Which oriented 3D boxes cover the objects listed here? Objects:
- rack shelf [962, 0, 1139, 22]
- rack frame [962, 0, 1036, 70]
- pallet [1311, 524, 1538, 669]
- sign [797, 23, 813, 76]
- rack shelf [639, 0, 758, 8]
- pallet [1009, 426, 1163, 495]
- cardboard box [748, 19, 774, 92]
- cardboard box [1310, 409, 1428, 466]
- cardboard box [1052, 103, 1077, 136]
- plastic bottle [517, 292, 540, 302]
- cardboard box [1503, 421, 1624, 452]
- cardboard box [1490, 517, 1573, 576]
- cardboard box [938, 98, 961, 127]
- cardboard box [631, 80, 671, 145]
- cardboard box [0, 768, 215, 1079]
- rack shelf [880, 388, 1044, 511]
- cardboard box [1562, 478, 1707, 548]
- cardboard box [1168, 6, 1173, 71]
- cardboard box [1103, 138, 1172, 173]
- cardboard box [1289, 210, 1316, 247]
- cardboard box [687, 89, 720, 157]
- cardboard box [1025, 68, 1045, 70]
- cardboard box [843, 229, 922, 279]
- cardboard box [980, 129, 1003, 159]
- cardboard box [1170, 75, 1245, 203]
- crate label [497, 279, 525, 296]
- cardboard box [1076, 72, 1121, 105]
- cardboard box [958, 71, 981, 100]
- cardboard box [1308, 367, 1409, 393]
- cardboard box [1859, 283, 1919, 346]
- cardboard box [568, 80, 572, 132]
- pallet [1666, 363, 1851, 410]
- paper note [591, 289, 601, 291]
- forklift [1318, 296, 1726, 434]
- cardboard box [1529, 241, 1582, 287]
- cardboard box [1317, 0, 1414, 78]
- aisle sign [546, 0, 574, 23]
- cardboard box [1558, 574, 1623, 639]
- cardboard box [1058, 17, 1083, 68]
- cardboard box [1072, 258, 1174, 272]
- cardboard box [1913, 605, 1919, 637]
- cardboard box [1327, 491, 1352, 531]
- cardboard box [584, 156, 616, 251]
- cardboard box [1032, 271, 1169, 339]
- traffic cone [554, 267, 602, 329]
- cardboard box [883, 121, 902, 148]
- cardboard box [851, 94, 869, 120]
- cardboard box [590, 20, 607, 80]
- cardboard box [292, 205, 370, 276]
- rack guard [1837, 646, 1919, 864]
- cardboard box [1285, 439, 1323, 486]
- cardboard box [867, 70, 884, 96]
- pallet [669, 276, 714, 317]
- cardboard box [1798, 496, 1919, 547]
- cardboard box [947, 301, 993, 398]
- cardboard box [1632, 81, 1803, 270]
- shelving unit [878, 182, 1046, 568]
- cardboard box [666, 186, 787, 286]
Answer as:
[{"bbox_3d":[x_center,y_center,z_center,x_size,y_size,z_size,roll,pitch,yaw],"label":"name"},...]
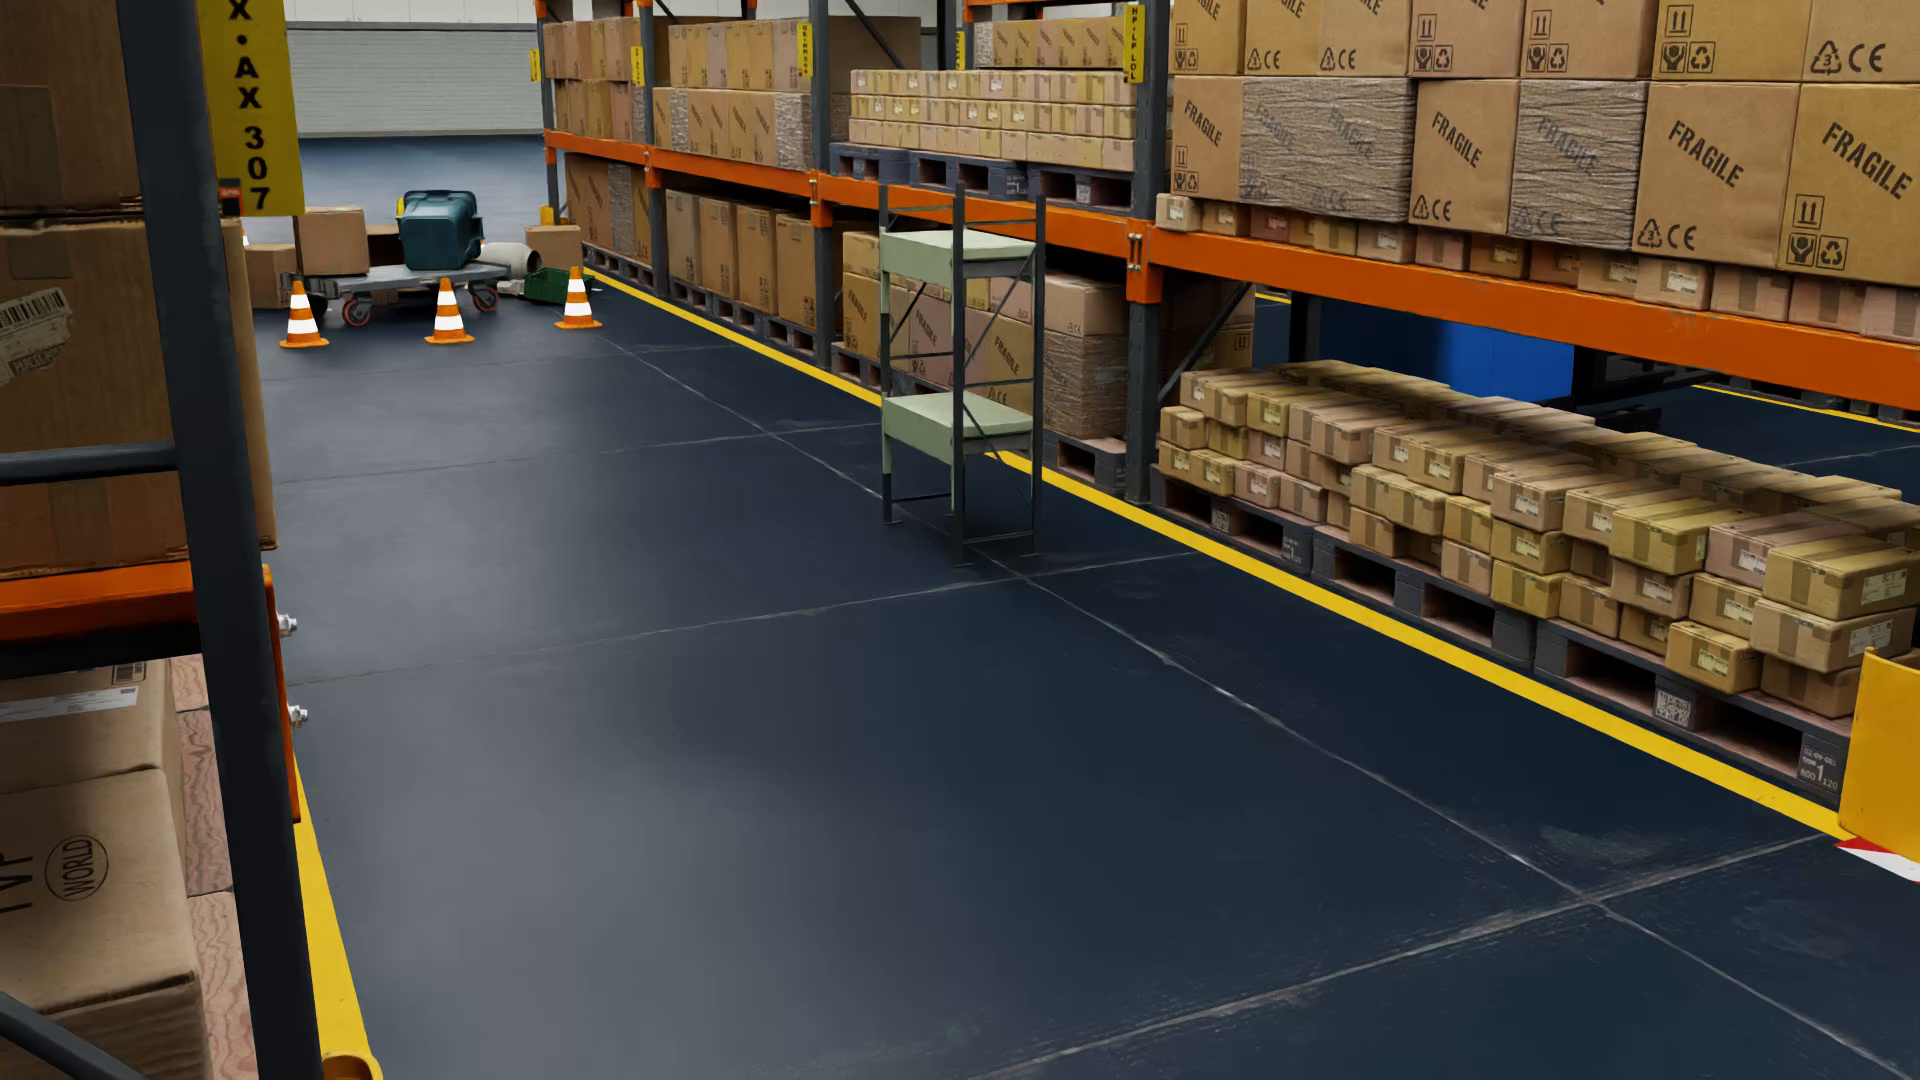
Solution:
[{"bbox_3d":[1.377,-5.819,17.957,1.077,0.370,4.000,-8,18,-25],"label":"rack shelf"},{"bbox_3d":[0.500,-5.219,20.000,1.000,3.000,0.127,-8,18,-25],"label":"rack frame"},{"bbox_3d":[2.119,0.136,6.393,1.003,0.211,1.213,-8,18,-25],"label":"pallet"},{"bbox_3d":[-0.995,-3.150,10.690,0.100,0.325,0.005,-8,18,-25],"label":"sign"},{"bbox_3d":[-1.374,-4.253,12.500,1.077,0.370,4.000,-8,18,-25],"label":"rack shelf"},{"bbox_3d":[0.912,-0.522,8.687,1.003,0.211,1.213,-8,18,-25],"label":"pallet"},{"bbox_3d":[-1.135,-3.555,12.205,0.700,0.500,0.500,-8,18,-26],"label":"cardboard box"},{"bbox_3d":[1.615,-0.409,6.567,0.380,0.149,0.250,-7,18,-24],"label":"cardboard box"},{"bbox_3d":[0.680,-2.095,8.269,0.380,0.149,0.250,-7,17,-22],"label":"cardboard box"},{"bbox_3d":[-3.728,-2.127,14.551,0.283,0.061,0.133,11,19,33],"label":"plastic bottle"},{"bbox_3d":[2.292,-0.341,6.328,0.380,0.149,0.250,-8,18,-25],"label":"cardboard box"},{"bbox_3d":[2.051,-0.004,5.694,0.380,0.149,0.250,-7,18,-24],"label":"cardboard box"},{"bbox_3d":[0.099,-2.422,9.407,0.380,0.149,0.250,-8,18,-25],"label":"cardboard box"},{"bbox_3d":[-2.423,-3.815,14.835,0.875,0.550,0.550,-8,18,-25],"label":"cardboard box"},{"bbox_3d":[-1.778,0.824,2.826,0.875,0.438,0.875,-8,18,-27],"label":"cardboard box"},{"bbox_3d":[-0.003,-0.409,7.139,0.431,0.370,0.720,-8,18,-25],"label":"rack shelf"},{"bbox_3d":[2.205,-0.086,5.440,0.380,0.149,0.250,-8,18,-27],"label":"cardboard box"},{"bbox_3d":[2.475,-4.504,15.657,1.000,1.000,1.000,-8,18,-25],"label":"cardboard box"},{"bbox_3d":[0.903,-1.825,7.866,0.380,0.149,0.250,-8,18,-26],"label":"cardboard box"},{"bbox_3d":[1.542,-1.256,6.645,0.380,0.149,0.250,-9,18,-27],"label":"cardboard box"},{"bbox_3d":[-1.823,-3.289,13.092,0.500,0.500,0.500,-8,18,-25],"label":"cardboard box"},{"bbox_3d":[1.224,-5.032,18.626,0.875,0.500,0.500,-8,18,-25],"label":"cardboard box"},{"bbox_3d":[-0.413,-1.822,10.572,0.500,0.250,0.500,-9,18,-27],"label":"cardboard box"},{"bbox_3d":[0.329,-2.148,8.991,0.380,0.149,0.250,-7,17,-22],"label":"cardboard box"},{"bbox_3d":[1.245,-1.707,7.041,0.500,0.500,0.500,-8,18,-26],"label":"cardboard box"},{"bbox_3d":[-3.983,-2.249,14.840,0.250,0.136,0.298,7,17,23],"label":"crate label"},{"bbox_3d":[0.785,-2.179,8.021,0.380,0.149,0.250,-8,18,-27],"label":"cardboard box"},{"bbox_3d":[0.214,-2.502,9.148,0.380,0.149,0.250,-8,18,-26],"label":"cardboard box"},{"bbox_3d":[1.792,-0.672,7.481,0.380,0.149,0.250,-7,18,-24],"label":"cardboard box"},{"bbox_3d":[2.610,-0.603,4.371,0.380,0.149,0.250,-8,18,-25],"label":"cardboard box"},{"bbox_3d":[-3.539,-4.497,17.210,0.875,0.550,0.550,-8,18,-25],"label":"cardboard box"},{"bbox_3d":[5.352,-1.086,10.651,1.003,0.211,1.213,-8,18,-25],"label":"pallet"},{"bbox_3d":[-3.359,-2.283,15.151,0.142,0.020,0.147,7,17,23],"label":"paper note"},{"bbox_3d":[3.300,-2.064,9.131,3.031,2.935,1.130,-11,19,-34],"label":"forklift"},{"bbox_3d":[2.125,-0.934,5.521,0.380,0.149,0.250,-8,18,-27],"label":"cardboard box"},{"bbox_3d":[1.667,-1.944,6.055,0.500,0.500,0.500,-7,18,-24],"label":"cardboard box"},{"bbox_3d":[-4.303,-5.876,17.575,0.394,0.787,0.004,-8,18,-25],"label":"aisle sign"},{"bbox_3d":[2.227,0.199,5.528,0.380,0.149,0.250,-7,18,-24],"label":"cardboard box"},{"bbox_3d":[1.370,-5.225,17.488,0.500,0.500,0.500,-8,18,-25],"label":"cardboard box"},{"bbox_3d":[0.933,-1.377,9.022,0.500,0.250,0.500,-7,17,-23],"label":"cardboard box"},{"bbox_3d":[3.008,0.187,5.029,0.380,0.149,0.250,-7,17,-23],"label":"cardboard box"},{"bbox_3d":[1.703,-0.131,6.676,0.380,0.149,0.250,-9,18,-27],"label":"cardboard box"},{"bbox_3d":[-3.259,-3.447,16.916,0.875,0.875,0.875,-8,18,-26],"label":"cardboard box"},{"bbox_3d":[0.701,-1.184,8.350,0.500,0.250,0.500,-8,18,-26],"label":"cardboard box"},{"bbox_3d":[-3.020,-1.919,13.098,0.336,0.463,0.334,-8,18,-25],"label":"traffic cone"},{"bbox_3d":[-0.247,-2.474,10.126,0.380,0.149,0.250,-7,17,-22],"label":"cardboard box"},{"bbox_3d":[-0.467,-2.741,10.520,0.380,0.149,0.250,-7,17,-22],"label":"cardboard box"},{"bbox_3d":[-3.079,-4.743,16.111,0.875,0.550,0.500,-8,18,-25],"label":"cardboard box"},{"bbox_3d":[-5.069,-2.415,13.386,0.500,0.500,0.500,-8,18,-25],"label":"cardboard box"},{"bbox_3d":[2.974,0.505,4.584,1.175,0.500,0.348,-8,18,-25],"label":"rack guard"},{"bbox_3d":[1.572,-0.340,6.865,0.380,0.149,0.250,-9,18,-28],"label":"cardboard box"},{"bbox_3d":[-0.349,-2.824,10.269,0.380,0.149,0.250,-8,18,-26],"label":"cardboard box"},{"bbox_3d":[-1.844,-2.130,14.292,1.003,0.211,1.213,-8,18,-25],"label":"pallet"},{"bbox_3d":[2.854,-0.020,5.210,0.380,0.149,0.250,-7,18,-24],"label":"cardboard box"},{"bbox_3d":[0.259,-1.078,9.339,0.500,0.500,0.500,-8,18,-26],"label":"cardboard box"},{"bbox_3d":[2.358,-1.077,4.846,0.500,0.500,0.500,-8,18,-26],"label":"cardboard box"},{"bbox_3d":[-0.003,-0.723,7.050,0.431,1.500,0.755,-8,18,-25],"label":"shelving unit"},{"bbox_3d":[-1.897,-2.630,14.296,1.050,0.750,0.750,-8,18,-25],"label":"cardboard box"}]
